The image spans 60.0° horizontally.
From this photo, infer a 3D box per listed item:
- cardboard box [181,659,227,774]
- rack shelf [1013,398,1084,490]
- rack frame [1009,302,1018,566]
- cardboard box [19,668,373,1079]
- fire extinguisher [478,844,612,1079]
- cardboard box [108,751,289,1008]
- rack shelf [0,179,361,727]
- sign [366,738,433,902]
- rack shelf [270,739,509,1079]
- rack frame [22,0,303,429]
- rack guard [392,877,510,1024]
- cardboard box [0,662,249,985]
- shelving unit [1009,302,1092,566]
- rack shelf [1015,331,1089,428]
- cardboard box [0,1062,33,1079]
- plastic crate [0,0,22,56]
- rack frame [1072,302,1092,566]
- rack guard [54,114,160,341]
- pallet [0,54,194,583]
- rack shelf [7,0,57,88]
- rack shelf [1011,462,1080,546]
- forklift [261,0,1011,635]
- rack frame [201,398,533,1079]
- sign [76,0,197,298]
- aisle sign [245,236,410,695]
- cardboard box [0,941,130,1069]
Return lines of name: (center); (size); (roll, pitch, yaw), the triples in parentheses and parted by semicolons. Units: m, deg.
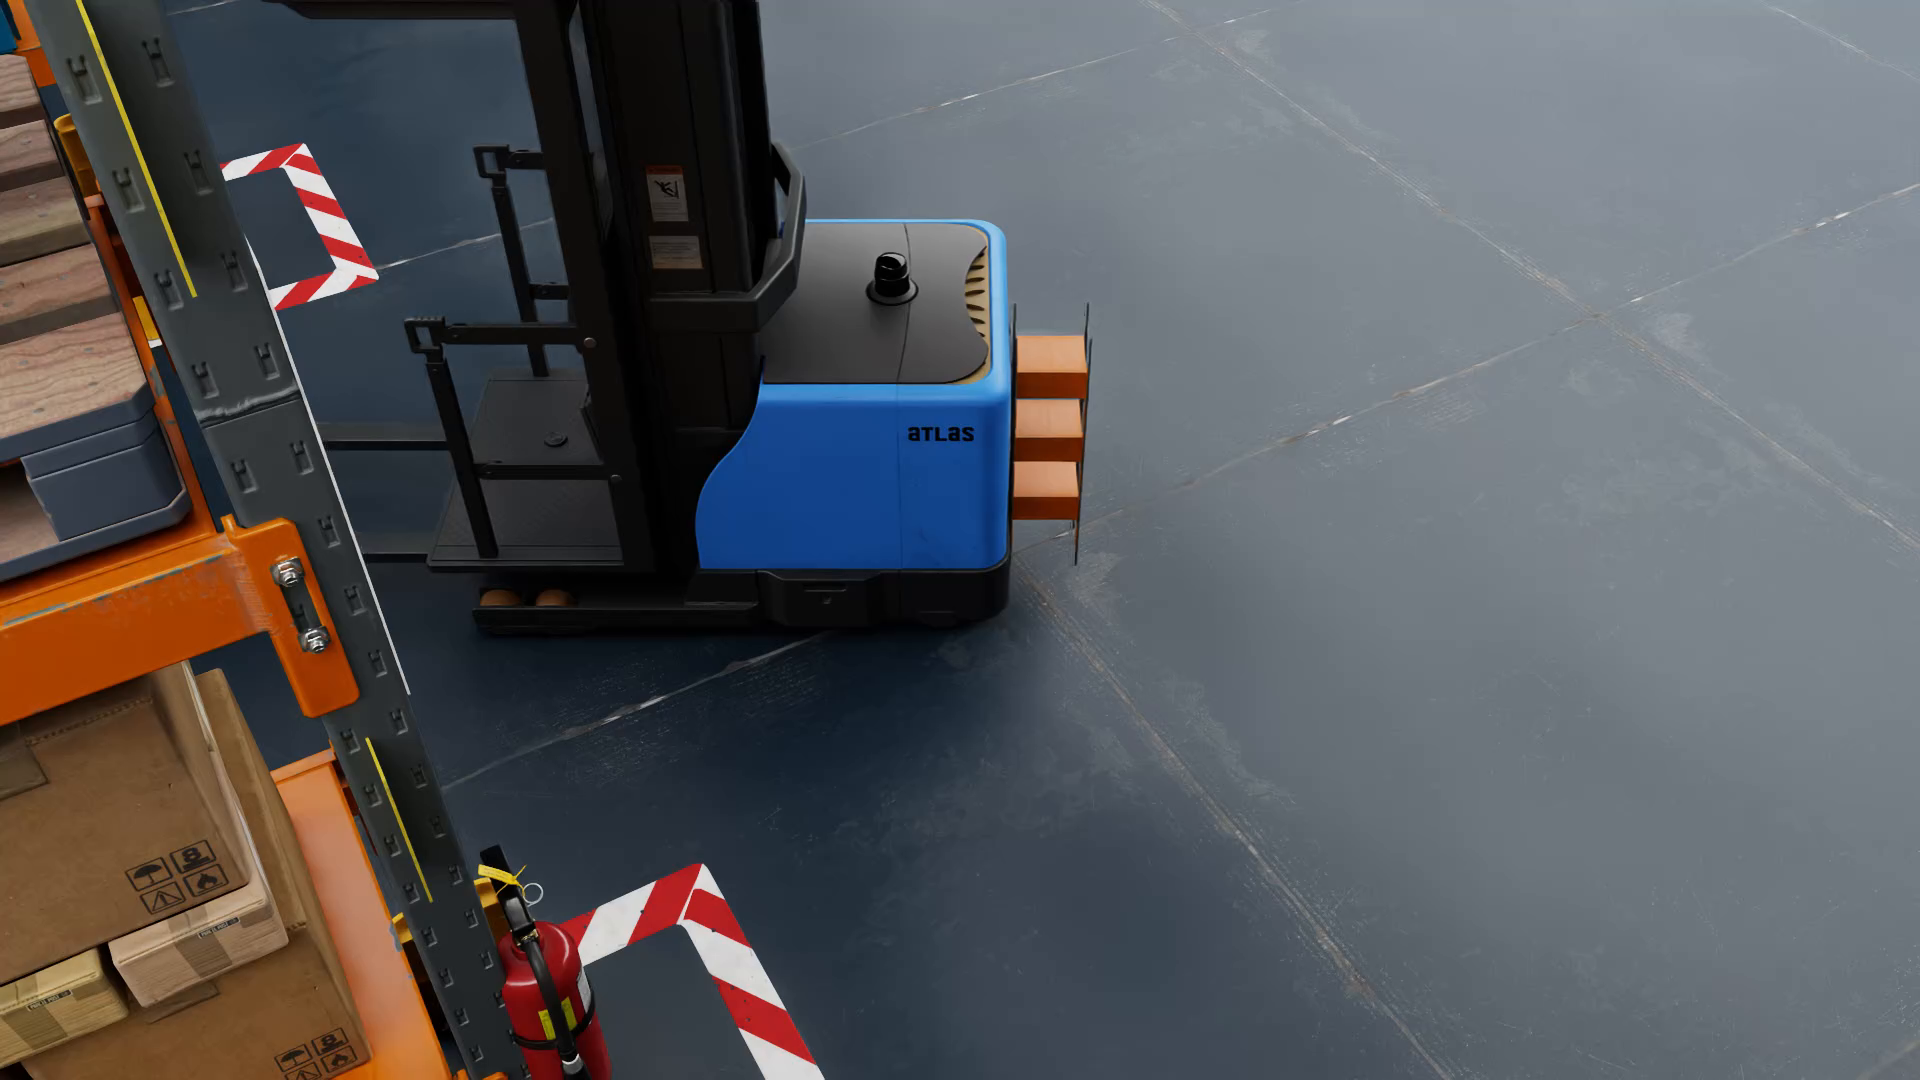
cardboard box: (-1.593, 0.352, 3.196); (0.250, 0.149, 0.380); (-22, 48, -21)
rack shelf: (0.306, -0.342, 5.864); (0.240, 0.259, 0.215); (0, 44, 0)
rack frame: (0.184, -0.350, 5.857); (0.008, 1.050, 0.200); (0, 44, 0)
cardboard box: (-1.557, 0.733, 3.270); (0.500, 0.500, 0.700); (-22, 48, -21)
fire extinguisher: (-0.812, 0.881, 3.244); (0.183, 0.674, 0.296); (-22, 48, -21)
cardboard box: (-1.382, 0.593, 2.947); (0.250, 0.149, 0.380); (-23, 49, -22)
rack shelf: (-2.880, 0.490, 1.954); (4.000, 0.370, 1.077); (-22, 48, -21)
sign: (-0.888, 0.446, 2.635); (0.005, 0.325, 0.100); (-22, 48, -21)
rack shelf: (-2.880, 1.566, 2.999); (4.000, 0.370, 1.077); (-22, 48, -21)
rack frame: (-1.146, -1.539, 1.374); (0.127, 3.000, 1.000); (-22, 48, -21)
rack guard: (-1.125, 1.503, 4.342); (0.348, 0.500, 1.175); (-22, 48, -21)
cardboard box: (-1.603, 0.285, 2.799); (0.500, 0.500, 0.700); (-22, 48, -21)
shelving unit: (0.306, -0.350, 5.857); (0.252, 1.050, 0.215); (0, 44, 0)
rack shelf: (0.306, -0.546, 5.666); (0.240, 0.259, 0.215); (0, 44, 0)
cardboard box: (-2.010, 0.918, 3.079); (0.500, 0.500, 0.700); (-21, 48, -20)
plastic crate: (-3.895, -1.971, 6.233); (0.616, 0.251, 0.499); (-22, 48, -21)
rack frame: (0.428, -0.350, 5.857); (0.008, 1.050, 0.200); (0, 44, 0)
rack guard: (-3.653, -1.426, 7.361); (0.348, 0.500, 1.175); (-22, 48, -21)
pallet: (-1.772, -0.201, 2.213); (1.213, 0.211, 1.003); (-22, 48, -21)
rack shelf: (-5.344, -1.426, 6.082); (4.000, 0.370, 1.077); (-22, 48, -21)
rack shelf: (0.306, -0.143, 6.058); (0.240, 0.259, 0.215); (0, 44, 0)
forklift: (-1.341, -1.086, 5.265); (3.031, 2.935, 1.130); (0, 44, 0)
rack frame: (-1.146, 0.614, 3.463); (0.127, 3.000, 1.000); (-22, 48, -21)
sign: (-0.888, -0.419, 1.795); (0.005, 0.325, 0.100); (-22, 48, -21)
aisle sign: (-0.943, -0.164, 2.399); (0.004, 0.787, 0.394); (-22, 48, -21)
cardboard box: (-1.609, 0.685, 2.853); (0.250, 0.149, 0.380); (-21, 48, -20)
